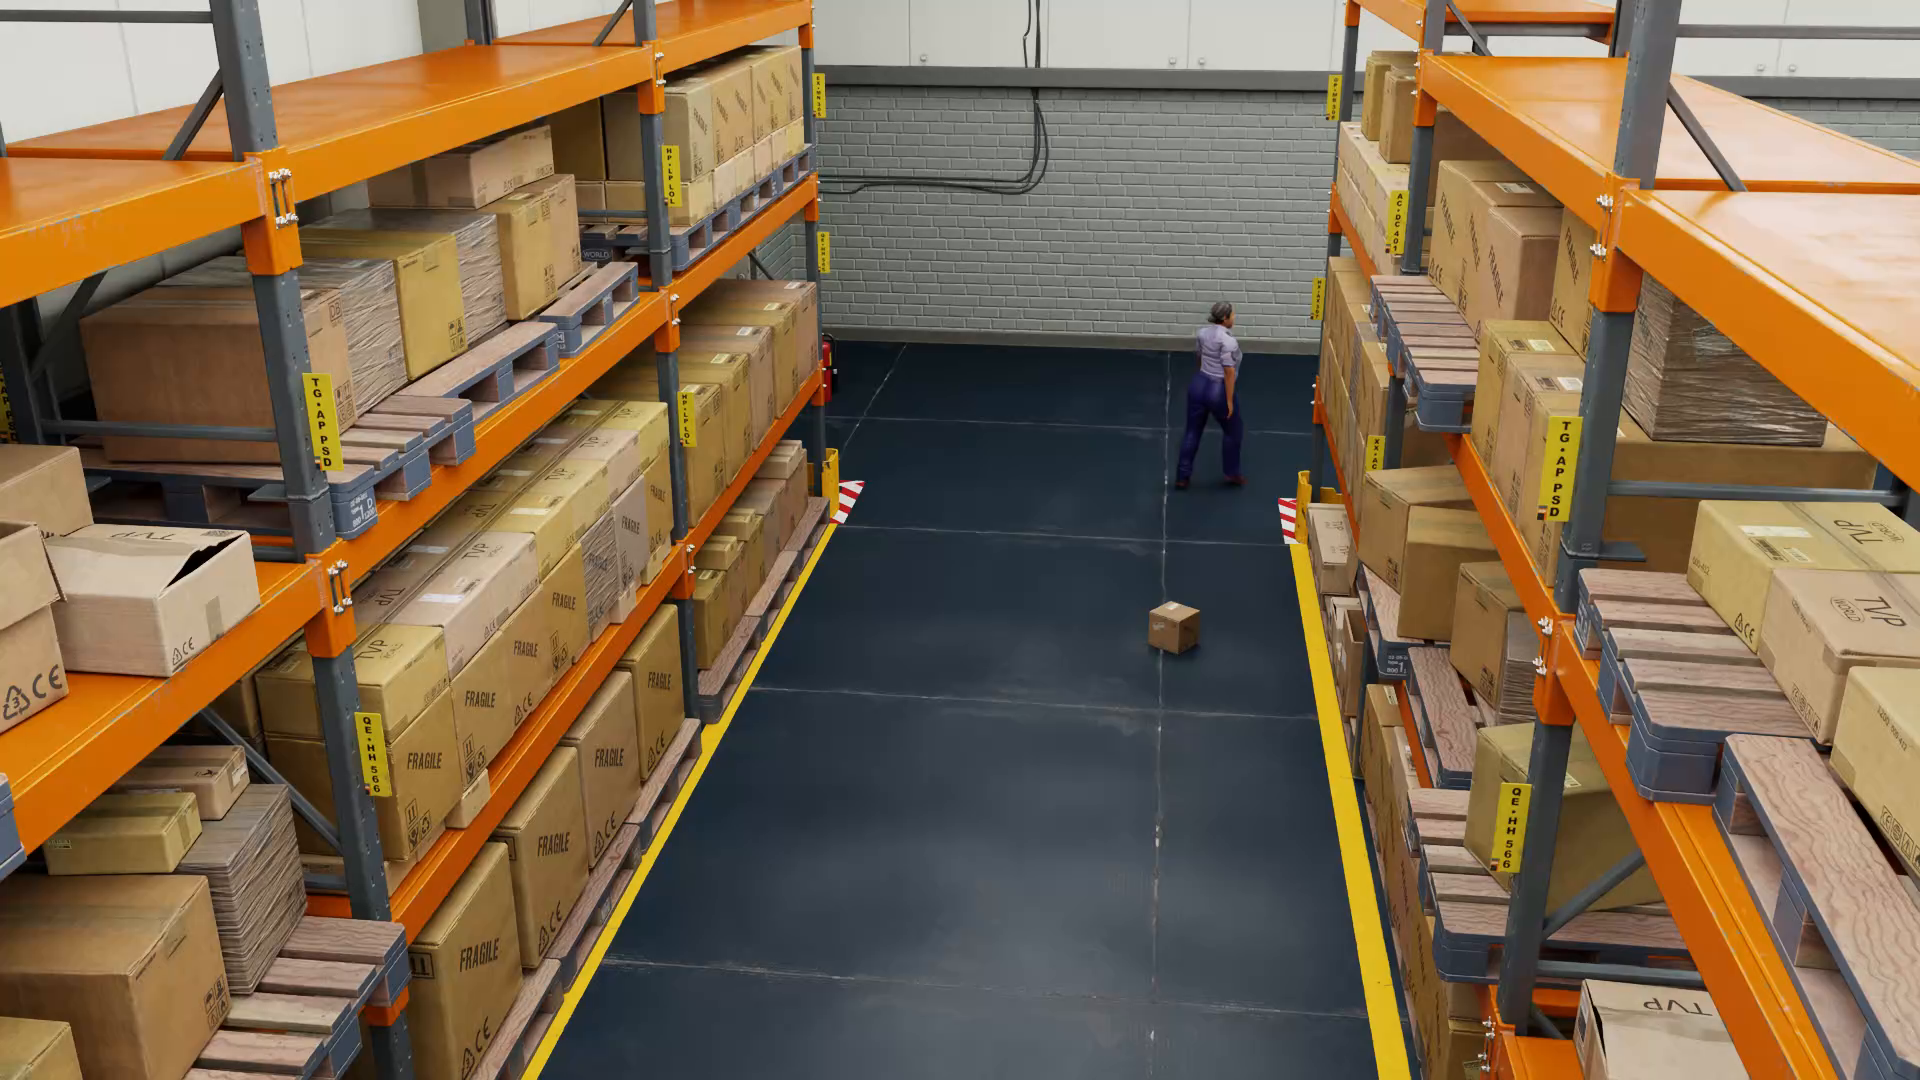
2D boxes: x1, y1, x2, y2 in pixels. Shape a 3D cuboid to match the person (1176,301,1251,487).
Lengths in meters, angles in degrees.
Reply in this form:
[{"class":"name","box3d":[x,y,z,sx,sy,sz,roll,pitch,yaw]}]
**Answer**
[{"class":"person","box3d":[2.211,-1.241,14.295,0.678,1.673,0.537,-19,28,-40]}]
